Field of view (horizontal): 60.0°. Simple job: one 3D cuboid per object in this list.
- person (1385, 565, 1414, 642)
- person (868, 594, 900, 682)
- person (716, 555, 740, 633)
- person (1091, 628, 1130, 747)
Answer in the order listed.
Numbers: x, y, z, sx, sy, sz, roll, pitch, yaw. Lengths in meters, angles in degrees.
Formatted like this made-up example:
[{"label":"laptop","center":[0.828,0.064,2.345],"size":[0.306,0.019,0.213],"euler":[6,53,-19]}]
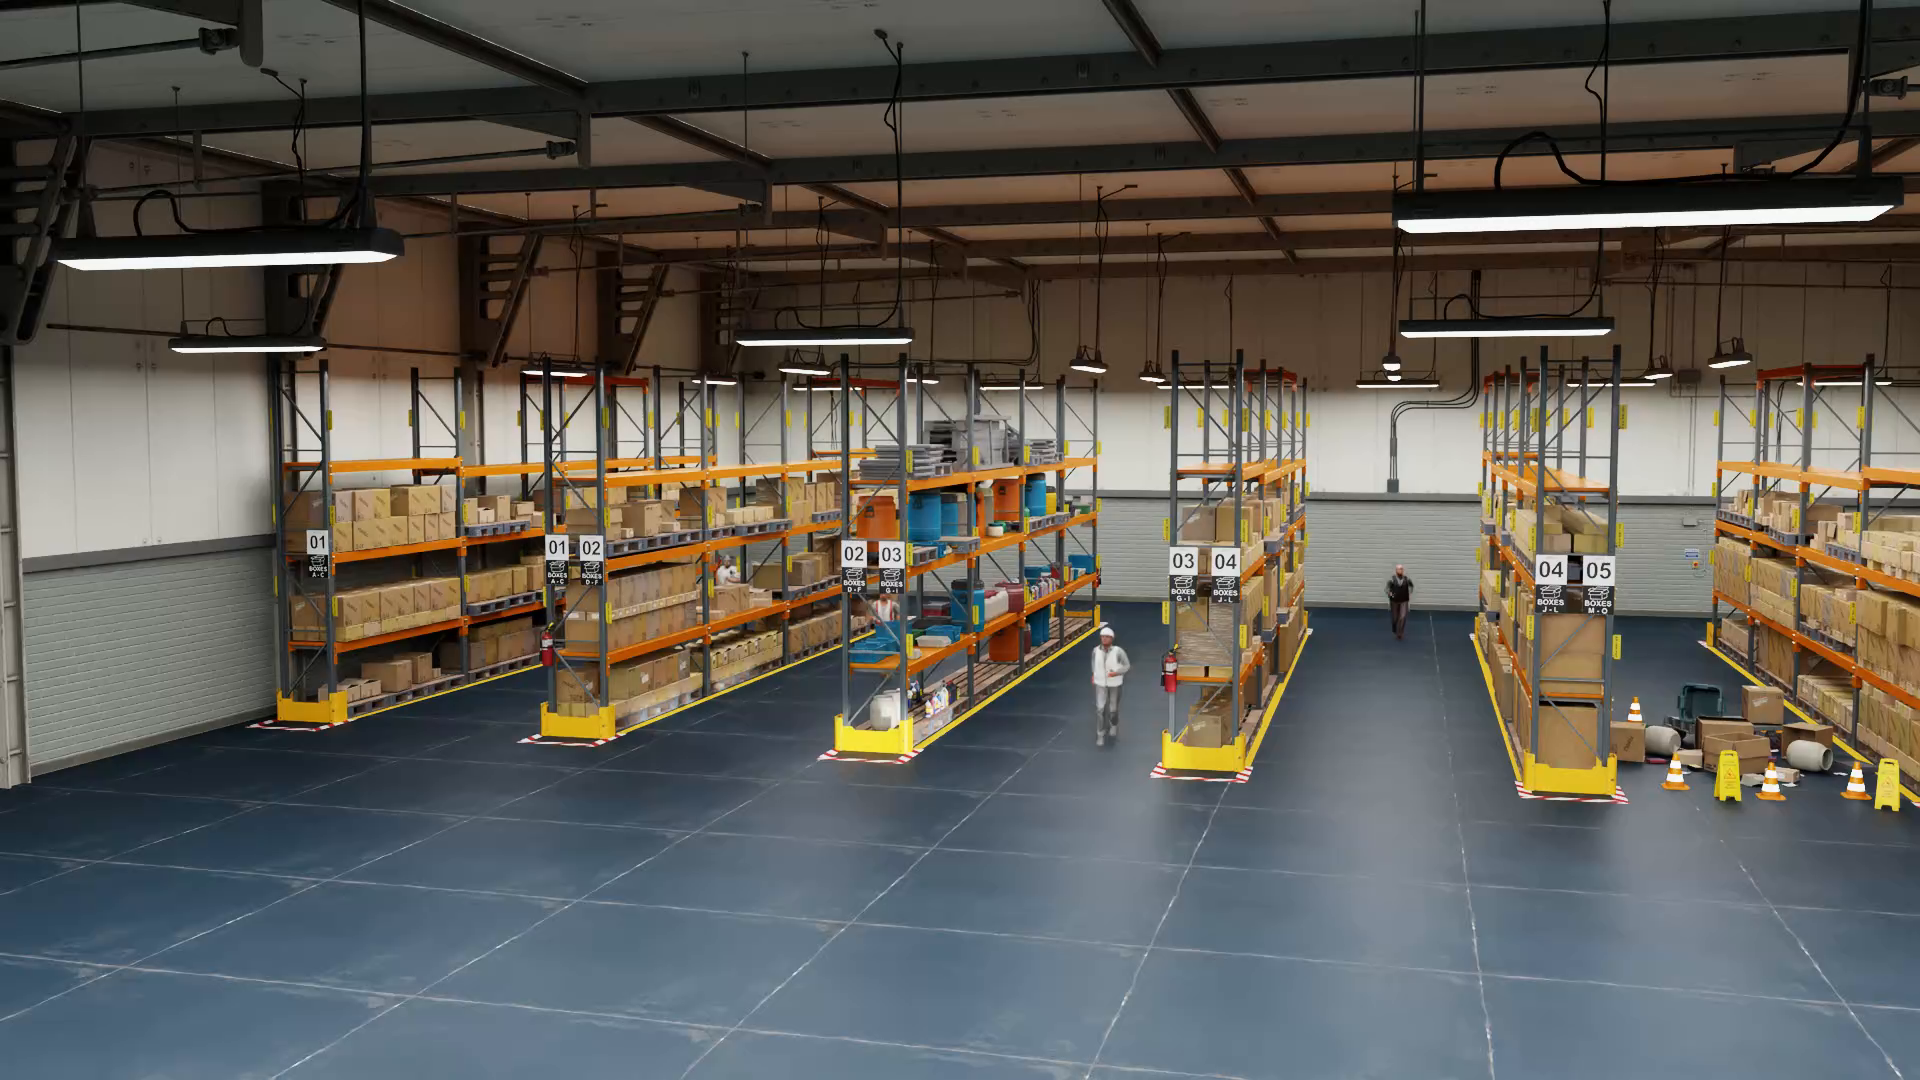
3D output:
[{"label":"person","center":[10.054,1.435,38.058],"size":[0.665,1.722,0.847],"euler":[1,4,10]},{"label":"person","center":[-1.463,1.807,32.018],"size":[0.632,1.824,0.705],"euler":[0,4,7]},{"label":"person","center":[-5.536,1.258,39.635],"size":[0.642,1.815,0.899],"euler":[0,4,3]},{"label":"person","center":[2.330,2.259,25.820],"size":[0.650,1.823,0.814],"euler":[1,4,16]}]
